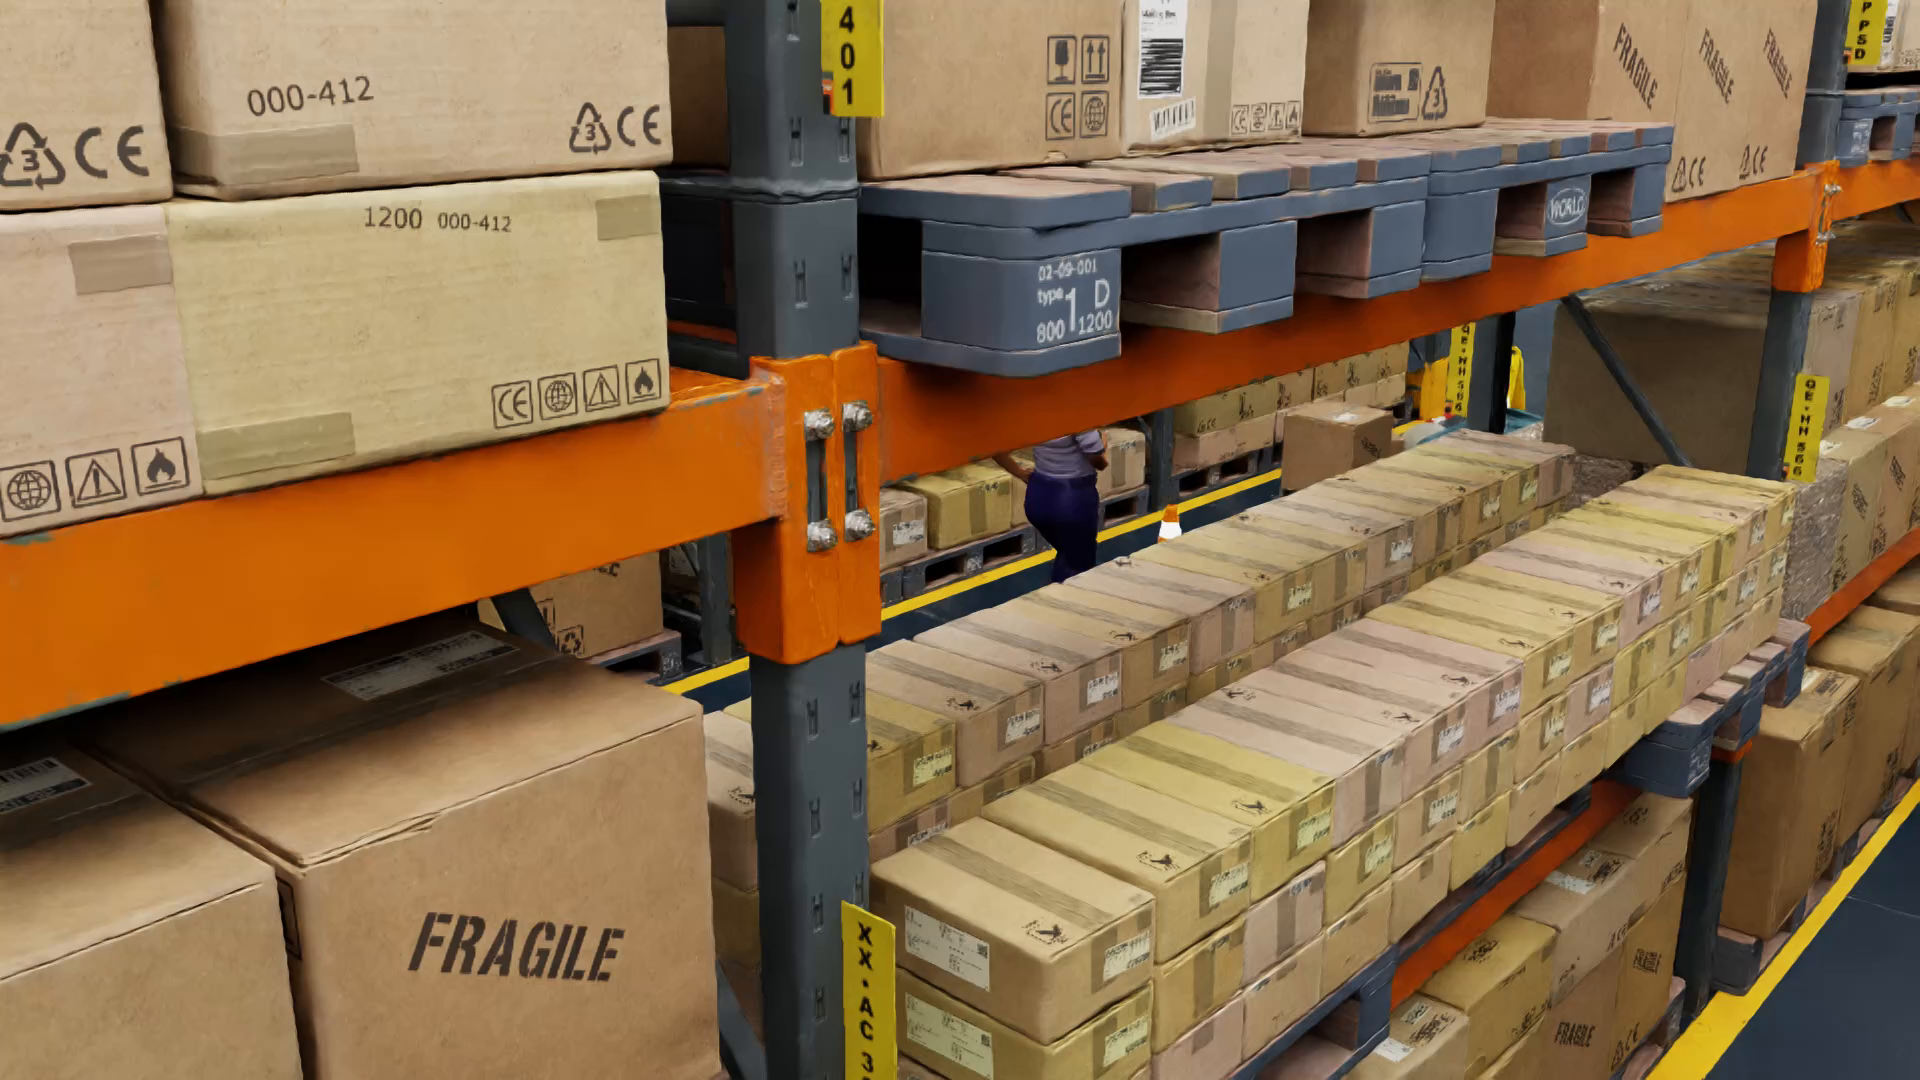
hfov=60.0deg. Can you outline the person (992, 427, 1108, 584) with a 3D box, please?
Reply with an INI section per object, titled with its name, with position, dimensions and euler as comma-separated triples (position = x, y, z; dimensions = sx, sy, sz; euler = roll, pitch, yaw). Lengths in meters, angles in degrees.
[person]
position = 0.543, -0.163, 8.737
dimensions = 0.586, 1.667, 0.627
euler = 16, 23, 42
